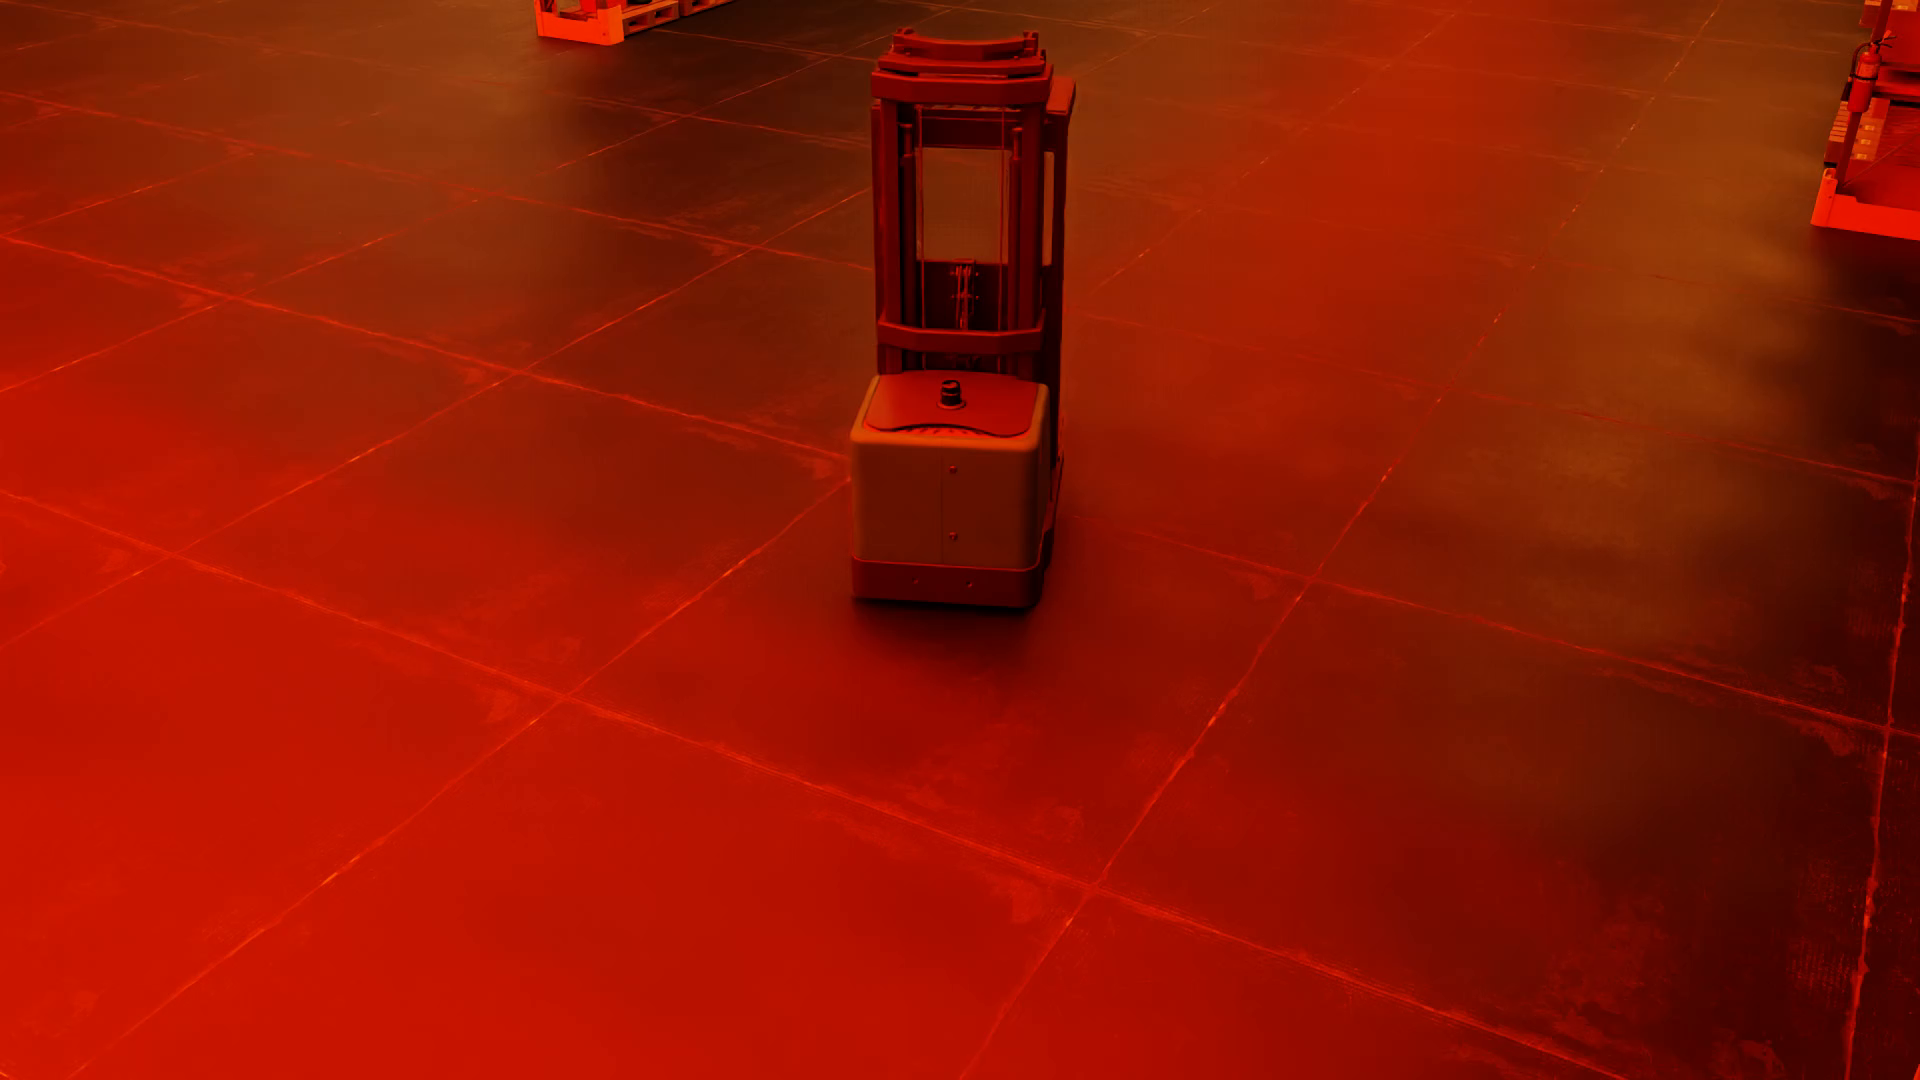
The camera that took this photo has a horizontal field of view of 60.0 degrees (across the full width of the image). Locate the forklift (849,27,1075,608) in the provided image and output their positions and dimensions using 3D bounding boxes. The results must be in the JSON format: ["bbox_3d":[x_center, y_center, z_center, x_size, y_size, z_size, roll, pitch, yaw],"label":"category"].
[{"bbox_3d":[0.081,-1.609,9.858,1.130,2.935,3.031,3,30,6],"label":"forklift"}]
